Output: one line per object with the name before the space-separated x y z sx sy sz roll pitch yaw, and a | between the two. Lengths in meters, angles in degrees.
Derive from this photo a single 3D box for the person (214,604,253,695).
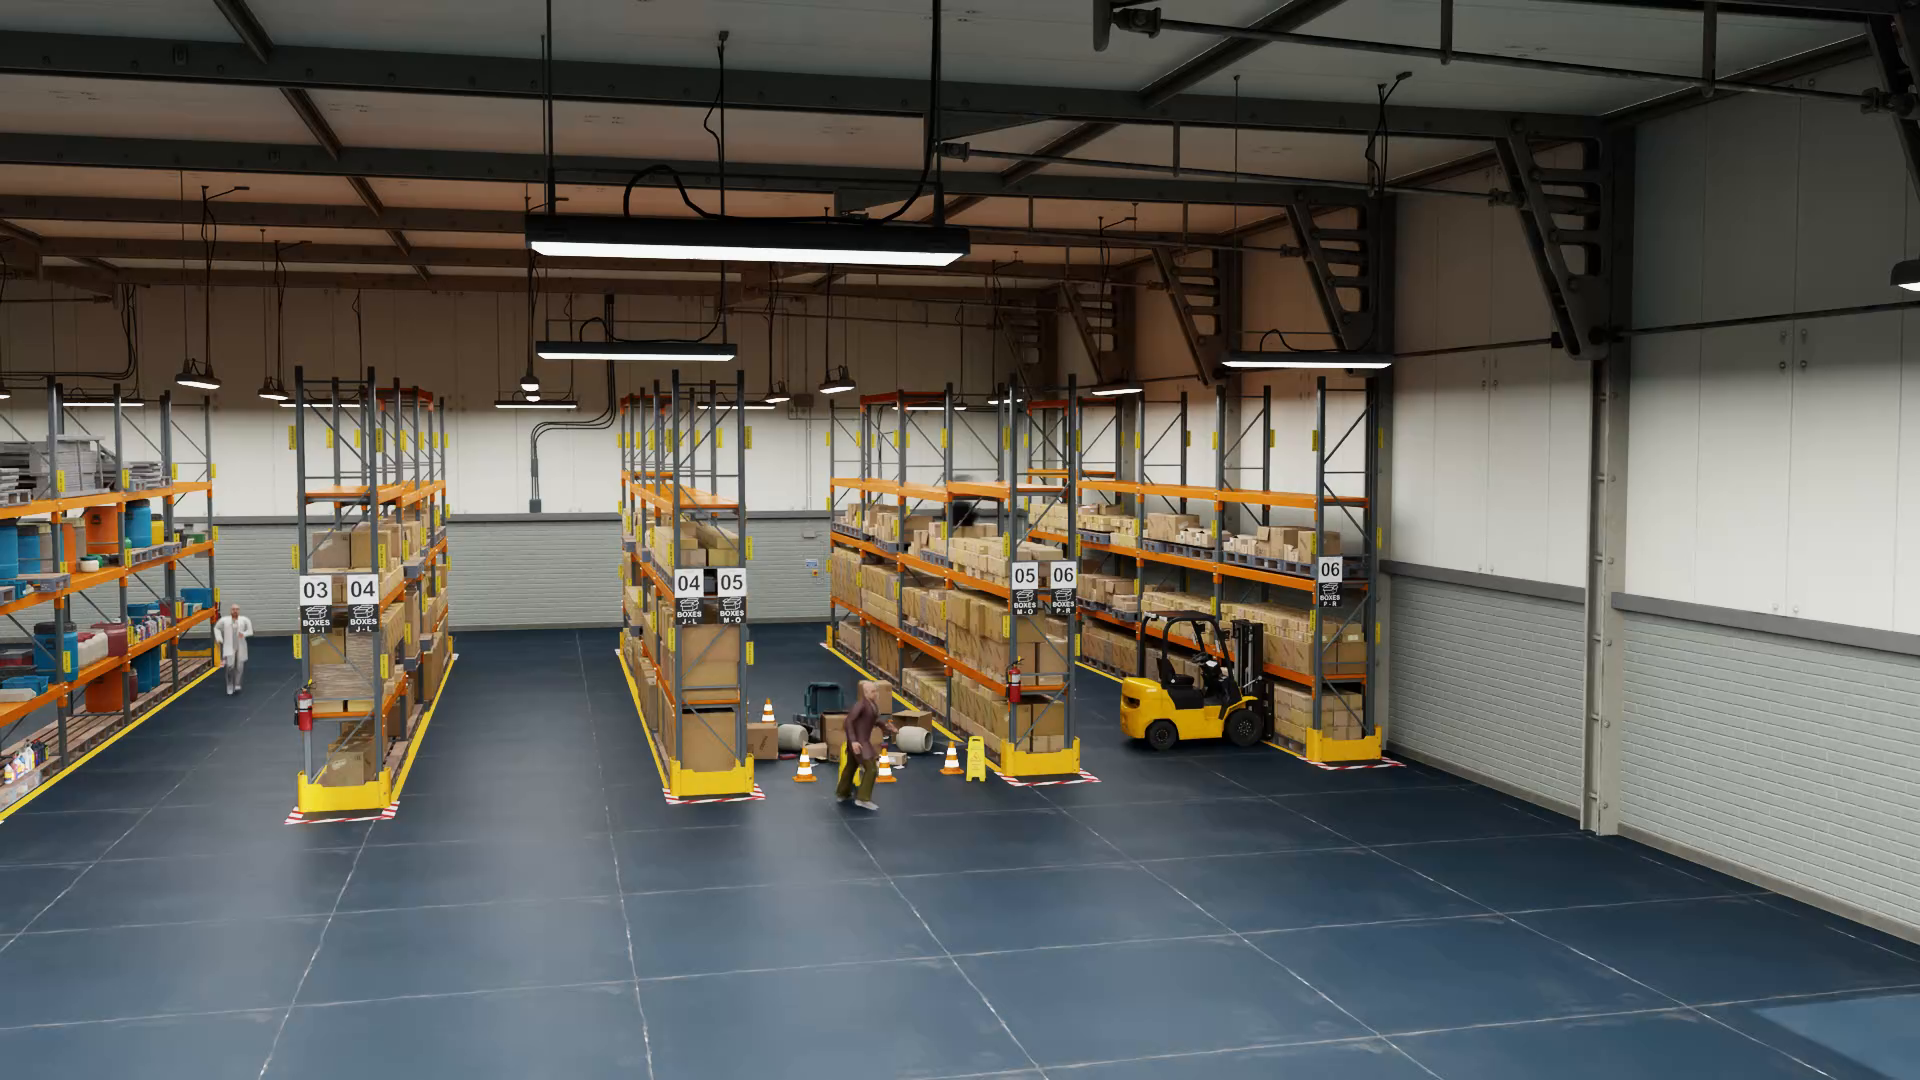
person | -14.322 2.161 32.826 0.688 1.790 0.743 -2 4 -28

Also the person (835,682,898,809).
person | -1.293 2.791 22.875 0.869 1.735 0.767 0 3 0
